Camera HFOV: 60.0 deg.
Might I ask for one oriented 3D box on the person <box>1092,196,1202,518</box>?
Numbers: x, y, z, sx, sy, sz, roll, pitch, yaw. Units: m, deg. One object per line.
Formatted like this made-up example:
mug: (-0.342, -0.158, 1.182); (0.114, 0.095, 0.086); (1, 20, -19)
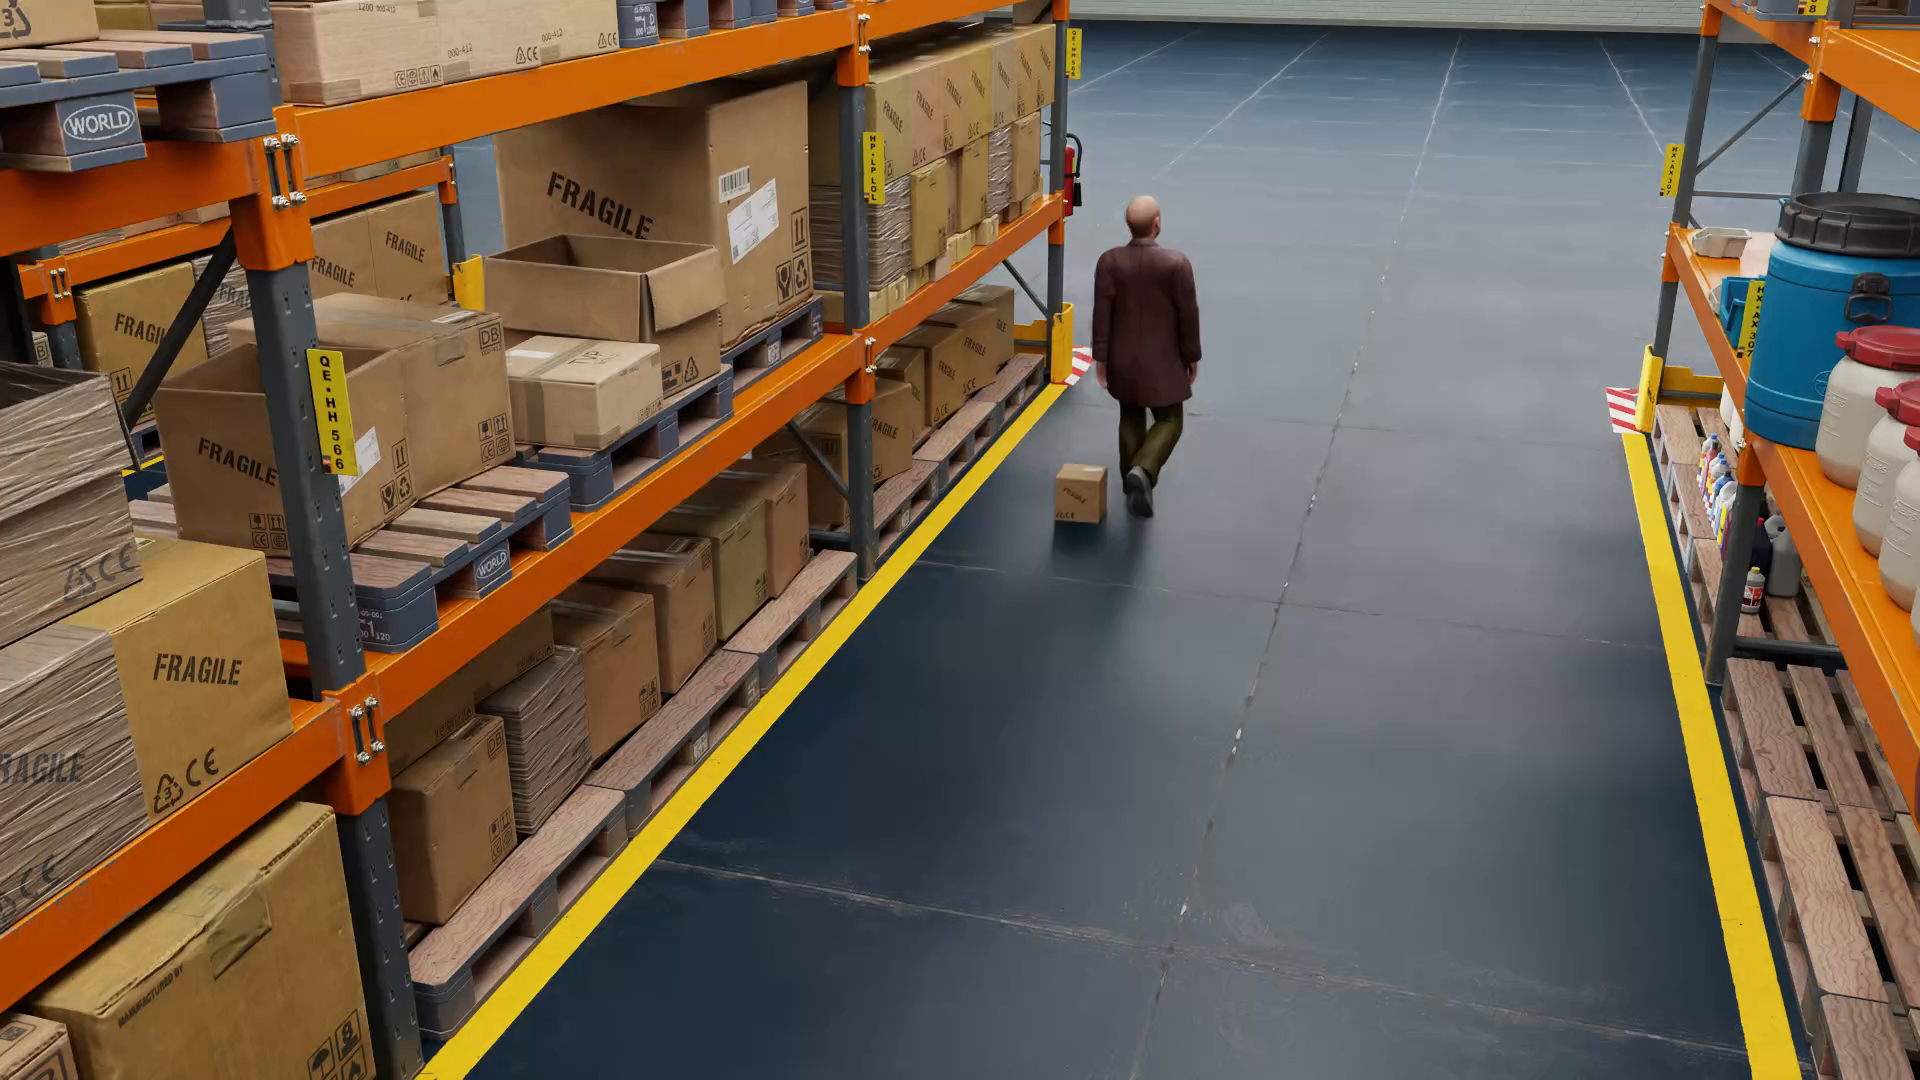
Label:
person: (1.000, -0.978, 9.021); (0.601, 1.753, 0.815); (9, 23, 21)
